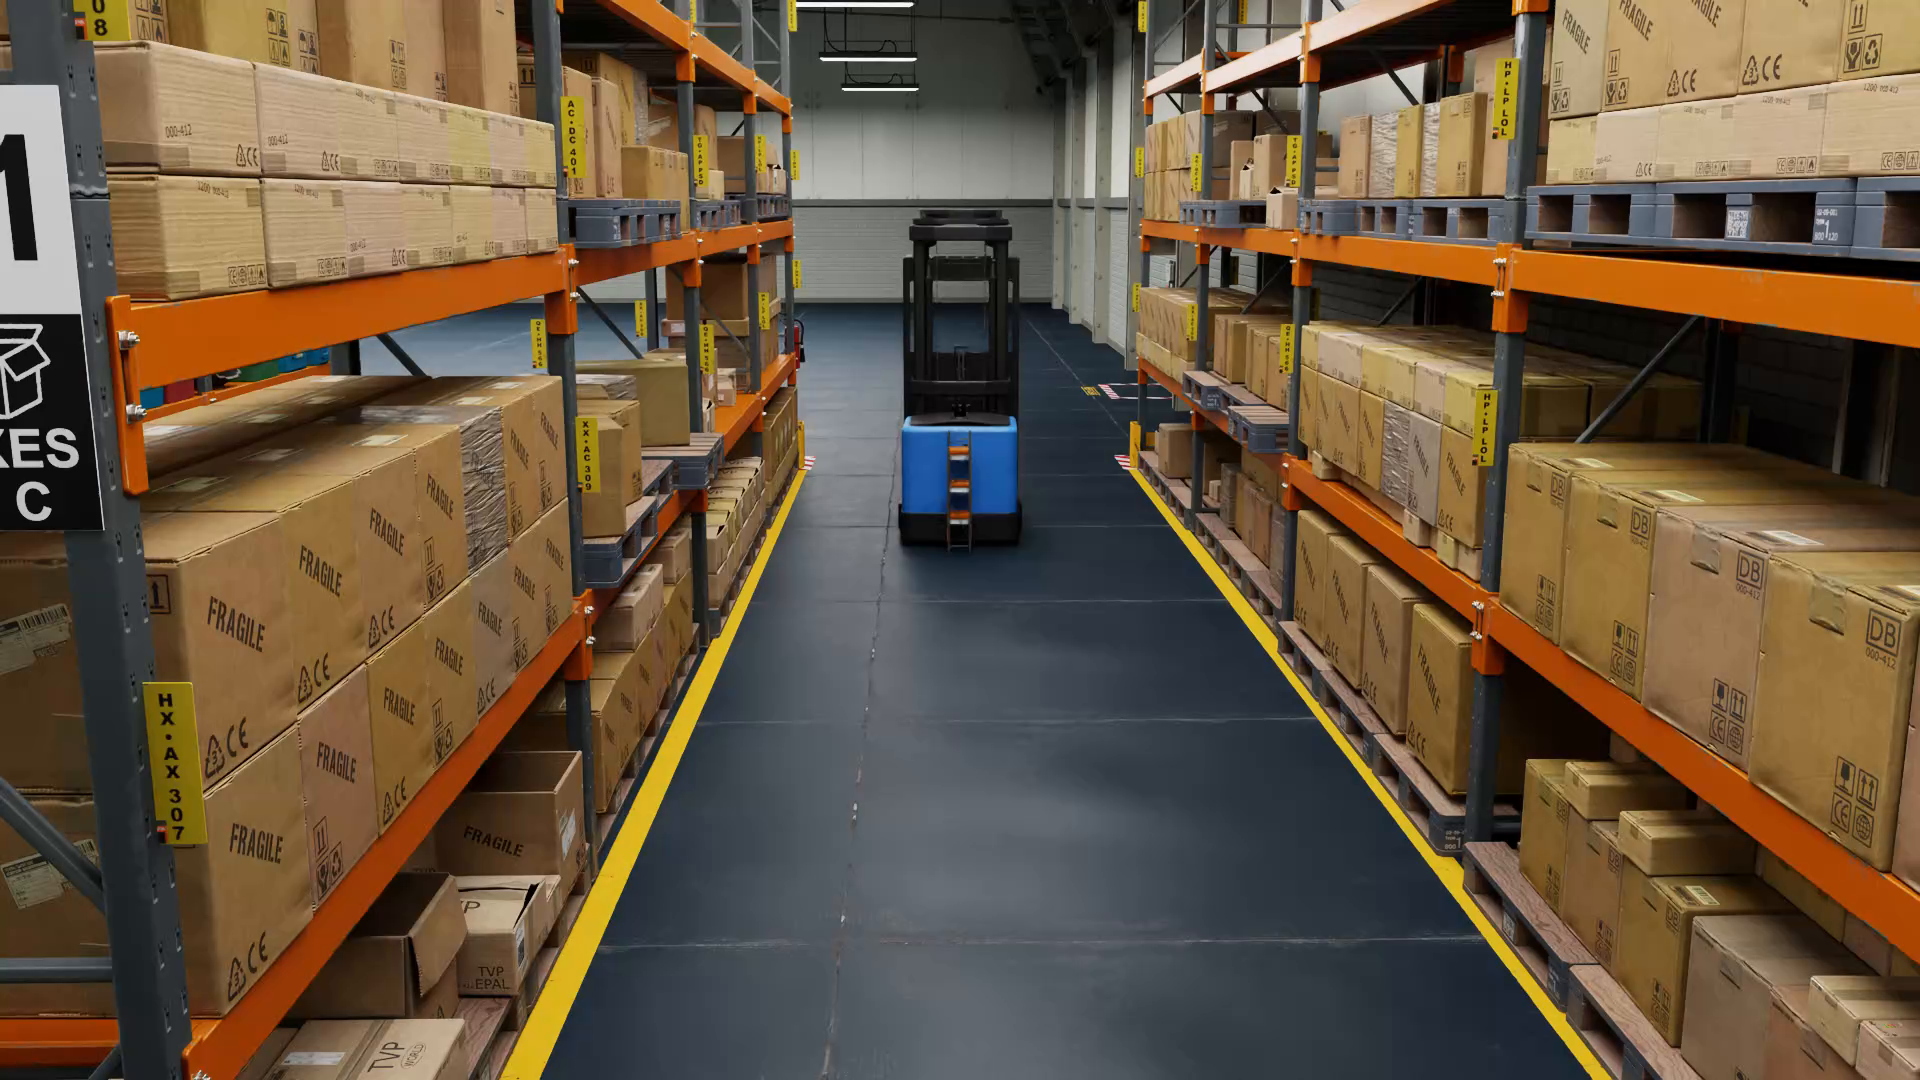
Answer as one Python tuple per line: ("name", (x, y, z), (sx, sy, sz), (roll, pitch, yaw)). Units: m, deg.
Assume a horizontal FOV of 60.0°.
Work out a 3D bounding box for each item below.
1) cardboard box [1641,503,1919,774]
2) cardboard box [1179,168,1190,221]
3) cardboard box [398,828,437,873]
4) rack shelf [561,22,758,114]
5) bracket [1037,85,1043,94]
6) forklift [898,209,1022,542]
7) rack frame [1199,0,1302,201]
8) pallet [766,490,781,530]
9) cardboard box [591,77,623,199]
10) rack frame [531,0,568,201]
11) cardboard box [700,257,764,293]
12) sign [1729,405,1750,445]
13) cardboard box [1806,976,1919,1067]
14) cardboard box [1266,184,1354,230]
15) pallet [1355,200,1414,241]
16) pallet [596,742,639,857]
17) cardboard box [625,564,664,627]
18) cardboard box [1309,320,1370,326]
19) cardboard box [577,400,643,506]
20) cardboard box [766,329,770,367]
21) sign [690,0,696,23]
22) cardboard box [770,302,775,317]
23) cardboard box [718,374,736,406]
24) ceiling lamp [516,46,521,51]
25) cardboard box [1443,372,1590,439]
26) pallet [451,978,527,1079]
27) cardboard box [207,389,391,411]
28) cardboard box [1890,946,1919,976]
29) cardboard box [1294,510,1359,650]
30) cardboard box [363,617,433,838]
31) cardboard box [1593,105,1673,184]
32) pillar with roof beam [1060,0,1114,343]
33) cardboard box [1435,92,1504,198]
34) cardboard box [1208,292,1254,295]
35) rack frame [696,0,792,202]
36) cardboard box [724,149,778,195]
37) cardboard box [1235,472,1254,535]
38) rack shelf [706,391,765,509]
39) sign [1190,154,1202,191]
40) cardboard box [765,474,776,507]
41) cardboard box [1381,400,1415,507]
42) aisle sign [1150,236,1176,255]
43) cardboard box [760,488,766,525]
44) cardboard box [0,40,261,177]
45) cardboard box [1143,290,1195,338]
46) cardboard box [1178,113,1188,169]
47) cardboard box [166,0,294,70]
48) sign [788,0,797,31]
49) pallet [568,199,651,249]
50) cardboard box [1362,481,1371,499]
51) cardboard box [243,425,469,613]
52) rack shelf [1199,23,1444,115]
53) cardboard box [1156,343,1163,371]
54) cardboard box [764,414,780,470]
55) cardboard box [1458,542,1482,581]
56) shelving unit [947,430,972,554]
("cardboard box", (2.840, 0.293, 5.315), (0.980, 0.700, 0.700), (-1, 11, -4))
("cardboard box", (2.390, -3.277, 15.819), (0.500, 0.500, 0.500), (-1, 12, -6))
("cardboard box", (-2.350, 1.250, 7.009), (0.500, 0.311, 0.500), (0, 11, -1))
("rack shelf", (-2.266, -3.521, 12.595), (1.077, 0.370, 4.000), (0, 11, -1))
("bracket", (2.409, -13.427, 49.557), (0.235, 0.232, 0.430), (0, 11, -1))
("forklift", (0.015, -1.664, 15.892), (1.130, 2.935, 3.031), (0, 11, 1))
("rack frame", (2.645, -4.488, 14.547), (1.000, 3.000, 0.127), (0, 11, -1))
("pallet", (-2.282, -0.318, 16.097), (1.003, 0.211, 1.213), (0, 11, -1))
("cardboard box", (-2.109, -2.076, 8.643), (0.600, 0.600, 0.600), (-1, 11, -3))
("rack frame", (-2.142, -2.877, 6.605), (1.000, 3.000, 0.127), (0, 11, -1))
("cardboard box", (-2.354, -2.599, 16.811), (0.700, 0.500, 0.500), (0, 11, -1))
("sign", (3.365, -0.423, 7.224), (0.100, 0.325, 0.005), (0, 11, -1))
("cardboard box", (2.588, 1.325, 4.585), (0.380, 0.149, 0.250), (0, 11, 0))
("cardboard box", (2.443, -2.331, 11.633), (0.500, 0.311, 0.500), (0, 11, -1))
("pallet", (2.820, -1.780, 9.220), (1.003, 0.211, 1.213), (0, 11, 1))
("pallet", (-2.197, 1.269, 8.275), (1.003, 0.211, 1.213), (0, 11, -1))
("cardboard box", (-1.940, 0.310, 9.282), (0.500, 0.250, 0.500), (0, 11, -2))
("cardboard box", (2.669, -1.467, 11.759), (0.380, 0.149, 0.250), (-2, 12, -11))
("cardboard box", (-2.006, -0.423, 8.291), (0.700, 0.500, 0.500), (2, 12, 8))
("cardboard box", (-2.373, -2.075, 17.490), (0.700, 0.500, 0.500), (0, 11, -1))
("sign", (-2.945, -5.796, 18.249), (0.100, 0.325, 0.005), (0, 11, -1))
("cardboard box", (-2.177, -2.461, 17.761), (0.380, 0.149, 0.250), (0, 11, 0))
("cardboard box", (-2.106, -1.287, 14.195), (0.396, 0.266, 0.258), (-1, 11, -3))
("ceiling lamp", (-9.208, -11.342, 33.651), (2.000, 3.185, 0.800), (0, 11, -1))
("cardboard box", (2.545, -0.621, 7.642), (0.500, 0.250, 0.500), (0, 11, 0))
("pallet", (-2.101, 1.810, 5.607), (1.003, 0.211, 1.213), (0, 11, -1))
("cardboard box", (-2.403, -0.278, 6.119), (0.500, 0.500, 0.500), (-1, 11, -3))
("cardboard box", (2.965, 1.274, 4.835), (0.380, 0.149, 0.250), (0, 11, -1))
("cardboard box", (2.612, 0.242, 10.673), (0.750, 0.750, 0.750), (0, 11, -2))
("cardboard box", (-1.829, 0.518, 4.709), (0.500, 0.500, 0.500), (0, 11, -1))
("cardboard box", (2.557, -1.369, 5.788), (0.500, 0.250, 0.500), (0, 11, -2))
("pillar with roof beam", (-1.234, -8.708, 35.348), (9.100, 9.000, 0.548), (0, 11, -1))
("cardboard box", (2.826, -1.978, 8.362), (0.700, 0.500, 0.500), (0, 11, -2))
("cardboard box", (2.800, -2.351, 17.544), (0.500, 0.500, 0.500), (-1, 11, -3))
("rack frame", (-2.390, -5.262, 18.363), (1.000, 3.000, 0.127), (0, 11, -1))
("cardboard box", (-2.382, -4.003, 18.032), (0.797, 0.503, 0.637), (1, 11, 3))
("cardboard box", (2.738, -0.290, 14.122), (0.700, 0.500, 0.500), (0, 11, -2))
("rack shelf", (-2.266, -0.777, 13.152), (1.077, 0.370, 4.000), (0, 11, -1))
("sign", (2.103, -3.267, 14.776), (0.100, 0.325, 0.005), (0, 11, -1))
("cardboard box", (-2.014, -0.478, 15.732), (0.500, 0.250, 0.500), (0, 11, -1))
("cardboard box", (2.527, -0.454, 8.703), (0.500, 0.500, 0.500), (0, 11, -1))
("aisle sign", (2.261, -3.630, 18.869), (0.394, 0.787, 0.004), (0, 11, -1))
("cardboard box", (-2.009, -0.304, 14.871), (0.500, 0.250, 0.500), (0, 11, -2))
("cardboard box", (-1.810, -0.886, 3.458), (0.500, 0.250, 0.500), (0, 11, -1))
("cardboard box", (2.272, -2.452, 18.043), (0.500, 0.500, 0.500), (0, 11, -1))
("cardboard box", (2.342, -3.775, 15.759), (0.500, 0.500, 0.500), (0, 11, 2))
("cardboard box", (-2.012, -1.352, 3.869), (0.700, 0.500, 0.500), (0, 11, -1))
("sign", (-1.847, -5.758, 18.259), (0.100, 0.325, 0.005), (0, 11, -1))
("pallet", (-2.085, -1.444, 7.562), (1.213, 0.211, 1.003), (0, 11, -1))
("cardboard box", (2.557, -0.317, 9.660), (0.380, 0.149, 0.250), (0, 11, 0))
("cardboard box", (-1.840, -0.074, 5.113), (0.500, 0.500, 0.500), (0, 11, -2))
("rack shelf", (2.686, -3.542, 12.699), (1.077, 0.370, 4.000), (0, 11, -1))
("cardboard box", (2.293, -1.876, 17.088), (0.500, 0.250, 0.500), (0, 11, -1))
("cardboard box", (-2.022, -0.945, 16.147), (0.500, 0.500, 0.500), (0, 11, -1))
("cardboard box", (2.520, 0.090, 7.654), (0.380, 0.149, 0.250), (0, 11, -1))
("shelving unit", (-0.005, -0.416, 14.467), (0.215, 1.050, 0.252), (0, 11, 1))
